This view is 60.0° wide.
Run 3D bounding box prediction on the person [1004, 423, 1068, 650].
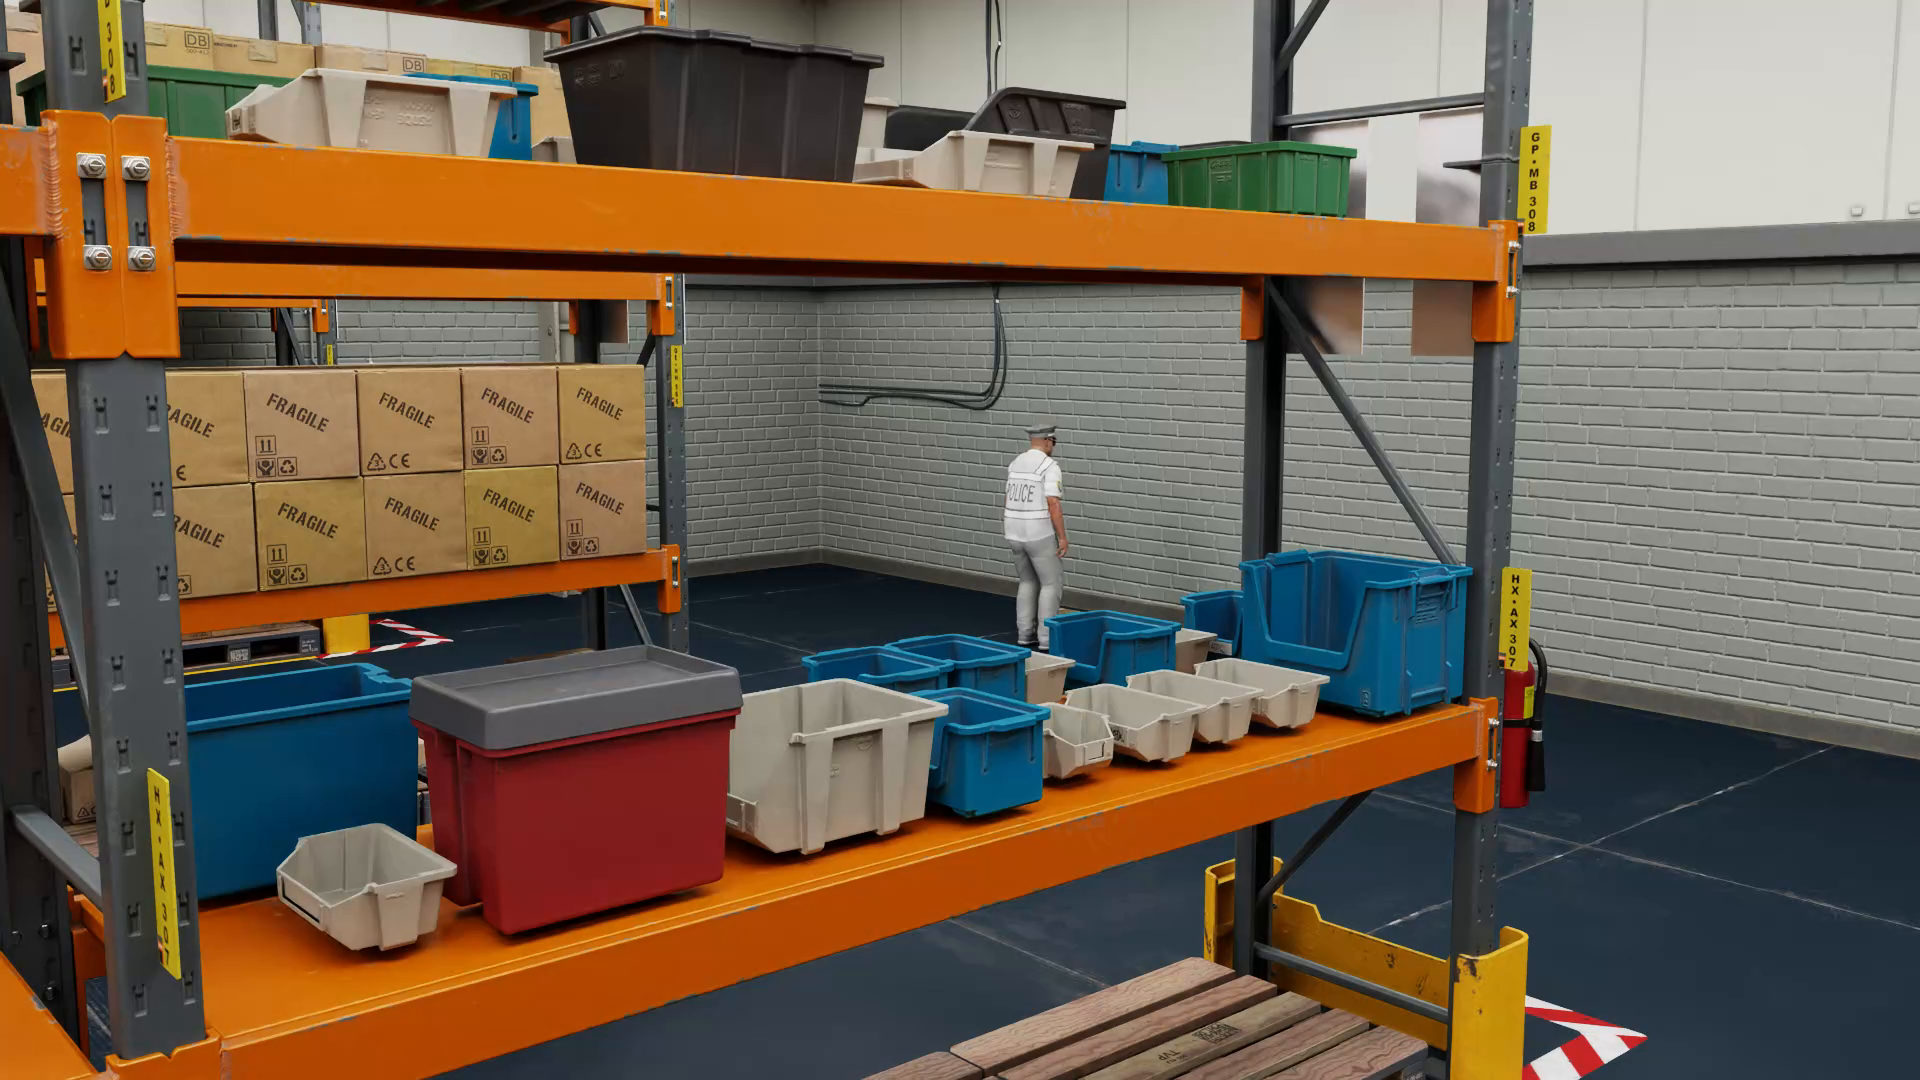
[{"bbox_3d":[0.599,-0.032,12.993,0.466,1.748,0.587,-6,10,-41],"label":"person"}]
